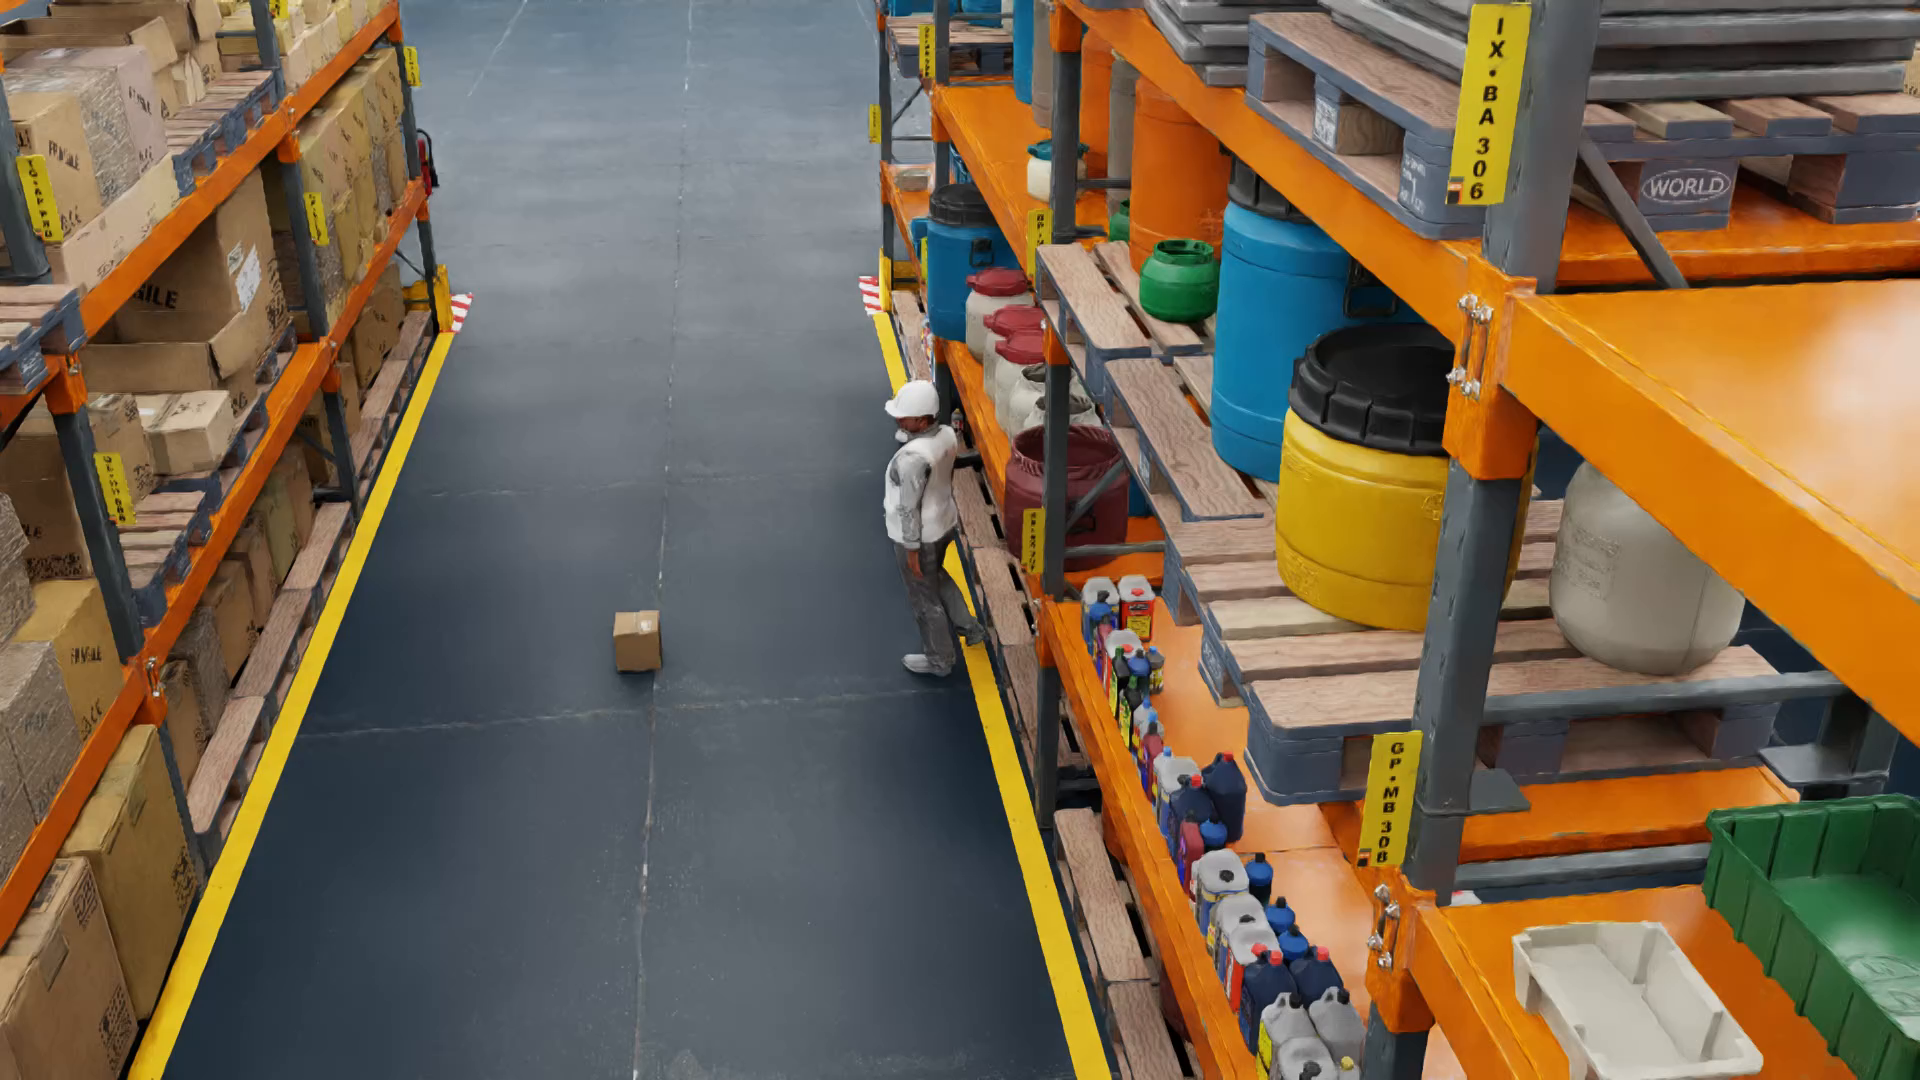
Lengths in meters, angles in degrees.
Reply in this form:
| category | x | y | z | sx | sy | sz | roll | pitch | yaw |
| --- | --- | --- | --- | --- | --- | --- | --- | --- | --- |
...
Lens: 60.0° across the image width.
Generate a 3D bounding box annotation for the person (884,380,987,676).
| category | x | y | z | sx | sy | sz | roll | pitch | yaw |
| --- | --- | --- | --- | --- | --- | --- | --- | --- | --- |
| person | -0.138 | -0.079 | 9.193 | 0.460 | 1.764 | 0.704 | 13 | 30 | 24 |
